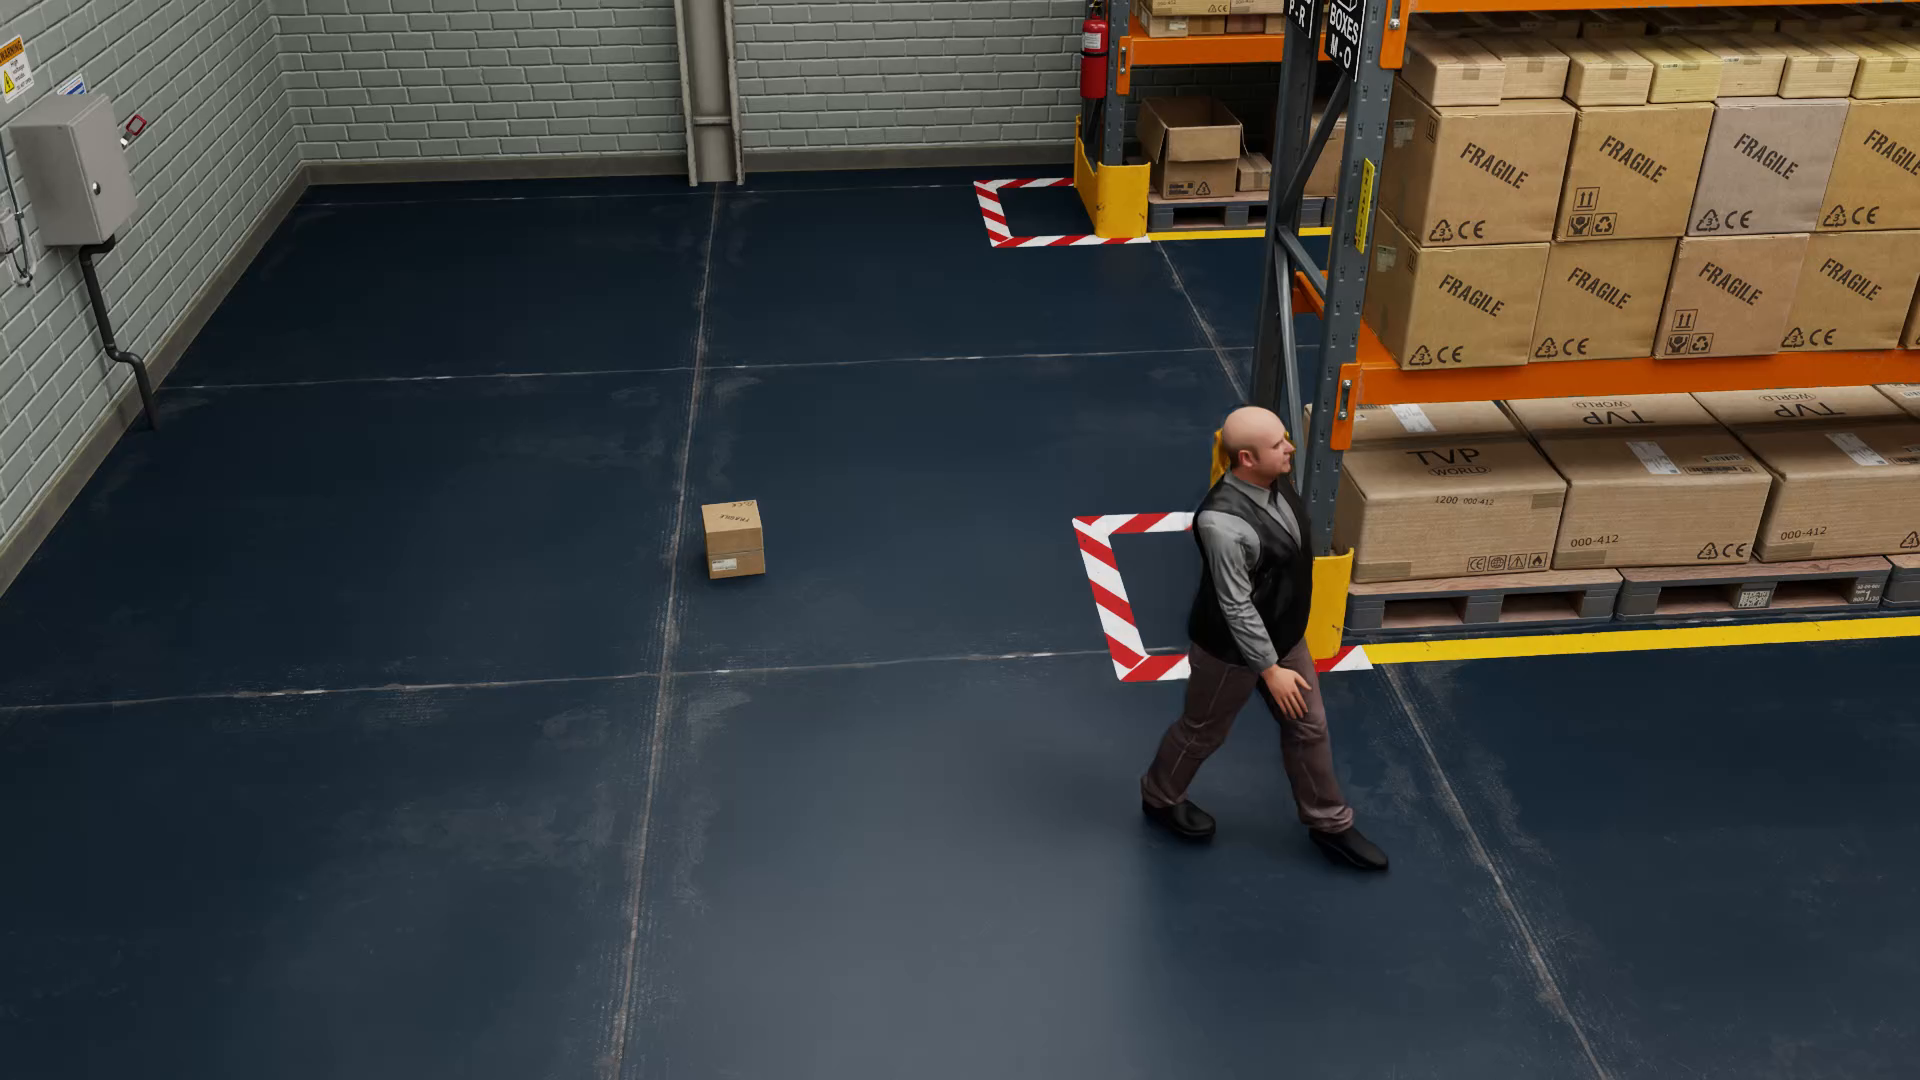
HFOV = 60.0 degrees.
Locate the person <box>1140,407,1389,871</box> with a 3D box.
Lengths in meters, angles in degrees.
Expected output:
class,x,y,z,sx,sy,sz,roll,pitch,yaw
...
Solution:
class,x,y,z,sx,sy,sz,roll,pitch,yaw
person,1.050,0.369,5.528,0.894,1.699,0.539,20,36,29
